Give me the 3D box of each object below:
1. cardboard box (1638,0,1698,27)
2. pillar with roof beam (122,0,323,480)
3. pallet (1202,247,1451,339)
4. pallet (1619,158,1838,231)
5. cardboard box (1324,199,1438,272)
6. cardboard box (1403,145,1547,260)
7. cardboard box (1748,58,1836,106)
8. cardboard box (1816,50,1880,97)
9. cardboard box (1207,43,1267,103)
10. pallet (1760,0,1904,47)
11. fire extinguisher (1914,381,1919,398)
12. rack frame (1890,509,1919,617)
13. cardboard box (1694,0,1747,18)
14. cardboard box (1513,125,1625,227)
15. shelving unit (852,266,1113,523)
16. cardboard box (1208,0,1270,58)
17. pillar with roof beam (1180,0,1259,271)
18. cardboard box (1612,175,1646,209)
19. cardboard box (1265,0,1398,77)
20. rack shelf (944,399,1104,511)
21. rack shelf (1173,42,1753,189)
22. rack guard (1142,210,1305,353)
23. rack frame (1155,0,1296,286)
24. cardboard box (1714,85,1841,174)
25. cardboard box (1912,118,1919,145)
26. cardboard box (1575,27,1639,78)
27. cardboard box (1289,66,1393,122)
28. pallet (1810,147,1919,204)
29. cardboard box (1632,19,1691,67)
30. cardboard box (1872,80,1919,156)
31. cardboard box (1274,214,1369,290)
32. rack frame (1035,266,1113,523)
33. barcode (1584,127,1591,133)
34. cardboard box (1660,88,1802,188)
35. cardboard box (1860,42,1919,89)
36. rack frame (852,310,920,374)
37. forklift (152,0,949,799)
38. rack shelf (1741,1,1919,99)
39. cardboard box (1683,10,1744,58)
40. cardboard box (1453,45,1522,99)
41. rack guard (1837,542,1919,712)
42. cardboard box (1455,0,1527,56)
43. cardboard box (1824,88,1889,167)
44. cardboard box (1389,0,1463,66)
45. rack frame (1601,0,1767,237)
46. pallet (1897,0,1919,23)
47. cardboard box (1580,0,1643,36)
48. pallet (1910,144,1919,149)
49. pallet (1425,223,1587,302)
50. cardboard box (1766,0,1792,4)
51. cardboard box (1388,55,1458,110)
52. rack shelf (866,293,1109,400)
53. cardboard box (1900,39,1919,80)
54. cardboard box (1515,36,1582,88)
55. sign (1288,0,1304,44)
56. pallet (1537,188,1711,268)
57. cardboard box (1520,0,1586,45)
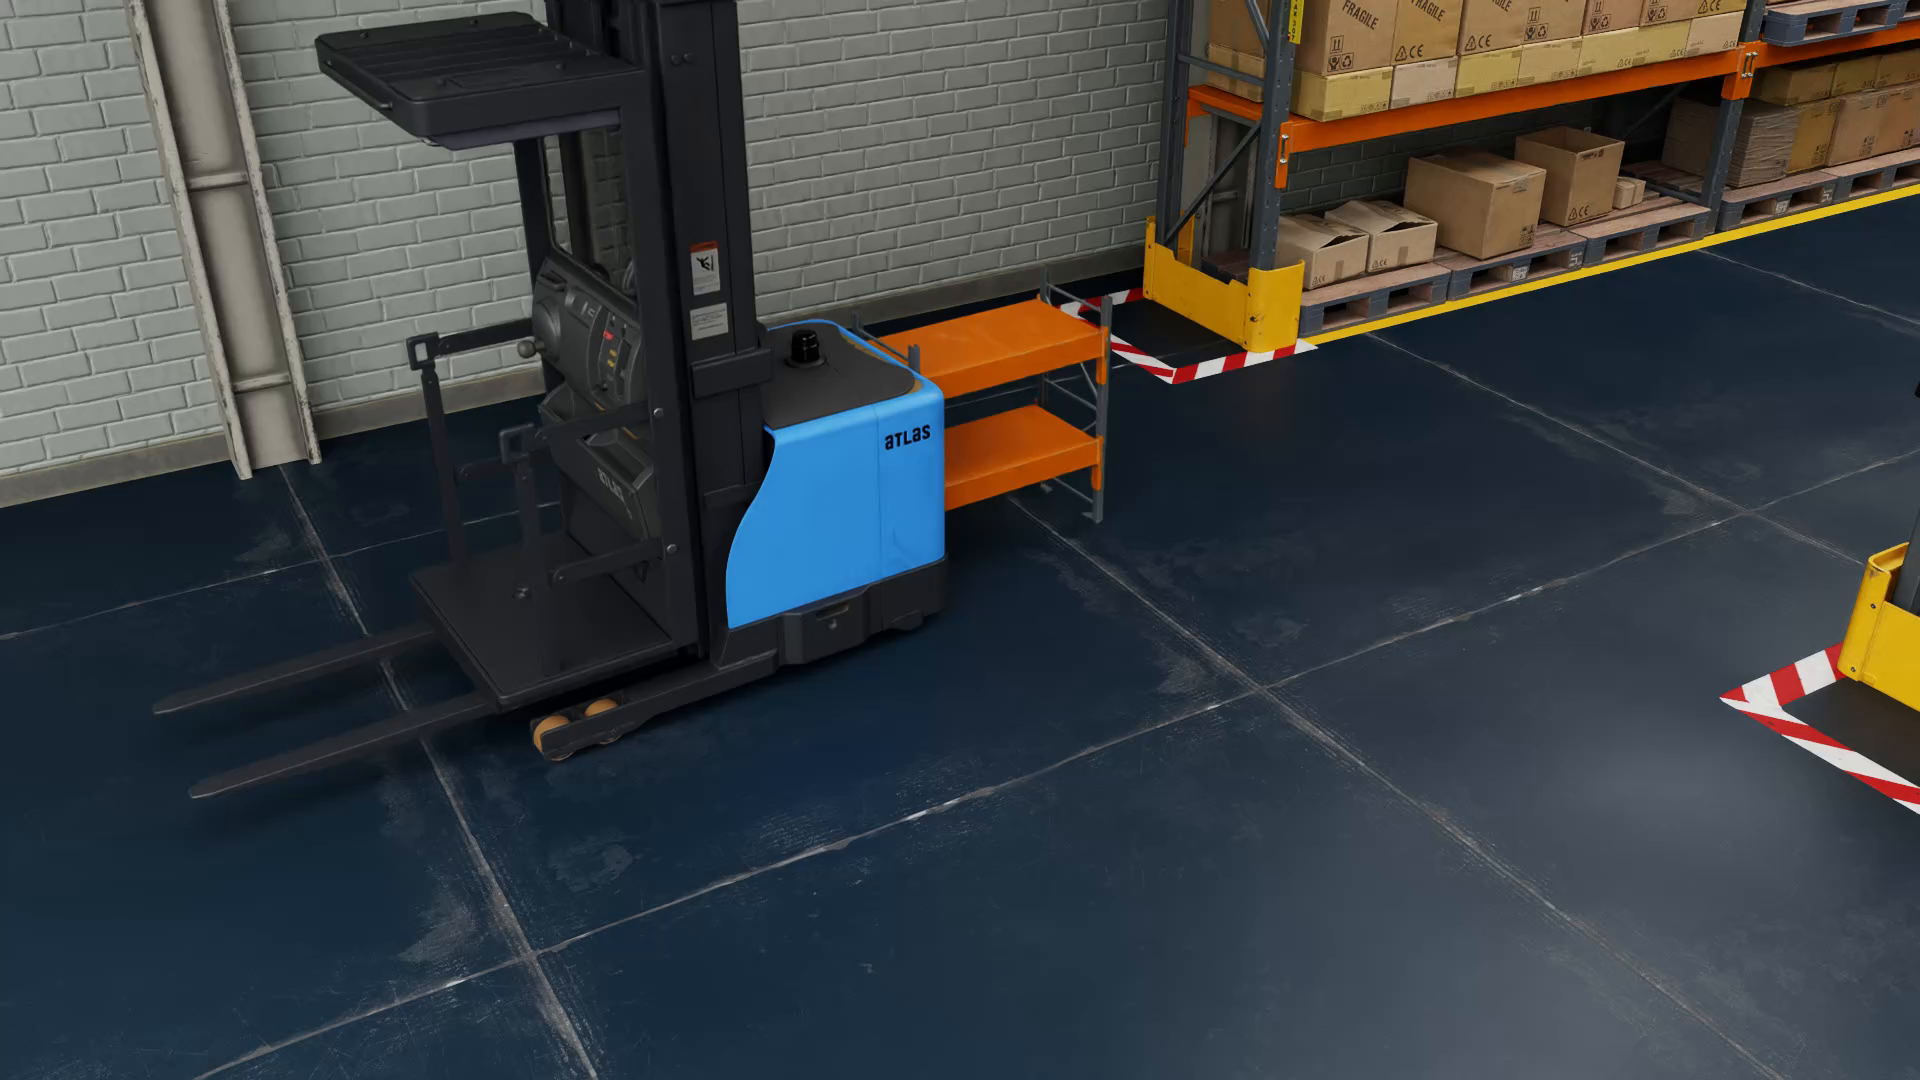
[{"bbox_3d":[4.285,-3.544,10.425,0.500,0.500,0.500,-16,33,-27],"label":"cardboard box"},{"bbox_3d":[-1.313,-2.558,3.072,0.400,9.000,9.100,-16,33,-26],"label":"pillar with roof beam"},{"bbox_3d":[2.298,-1.644,10.511,1.213,0.211,1.003,-16,33,-26],"label":"pallet"},{"bbox_3d":[5.633,-2.612,12.264,1.213,0.211,1.003,-16,33,-26],"label":"pallet"},{"bbox_3d":[2.648,-1.949,10.505,0.500,0.311,0.500,-13,31,-22],"label":"cardboard box"},{"bbox_3d":[3.306,-2.191,10.747,0.500,0.500,0.700,-18,34,-29],"label":"cardboard box"},{"bbox_3d":[5.967,-3.364,12.097,0.500,0.250,0.500,-17,33,-27],"label":"cardboard box"},{"bbox_3d":[6.414,-3.493,12.331,0.500,0.250,0.500,-17,33,-28],"label":"cardboard box"},{"bbox_3d":[1.819,-2.800,9.855,0.500,0.250,0.500,-15,32,-26],"label":"cardboard box"},{"bbox_3d":[5.696,-3.684,11.519,1.213,0.211,1.003,-16,33,-26],"label":"pallet"},{"bbox_3d":[3.690,-0.730,6.049,0.183,0.674,0.296,-16,33,-26],"label":"fire extinguisher"},{"bbox_3d":[4.027,-0.599,5.732,0.127,3.000,1.000,-16,33,-26],"label":"rack frame"},{"bbox_3d":[4.712,-3.668,10.651,0.500,0.500,0.500,-16,33,-26],"label":"cardboard box"},{"bbox_3d":[4.088,-2.469,11.251,0.500,0.500,0.500,-19,34,-30],"label":"cardboard box"},{"bbox_3d":[0.104,-0.540,7.564,1.048,1.125,0.538,-18,34,-29],"label":"shelving unit"},{"bbox_3d":[1.813,-3.138,9.689,0.500,0.500,0.500,-16,33,-27],"label":"cardboard box"},{"bbox_3d":[3.860,-4.027,5.734,0.400,9.000,9.100,-16,33,-26],"label":"pillar with roof beam"},{"bbox_3d":[4.517,-2.450,11.562,0.250,0.166,0.380,-21,35,-33],"label":"cardboard box"},{"bbox_3d":[2.078,-2.925,9.305,0.500,0.500,0.500,-16,33,-26],"label":"cardboard box"},{"bbox_3d":[0.104,-0.326,7.682,1.000,0.278,0.538,-18,34,-29],"label":"rack shelf"},{"bbox_3d":[3.239,-2.837,10.530,4.000,0.370,1.077,-16,33,-26],"label":"rack shelf"},{"bbox_3d":[1.580,-1.586,10.107,0.348,0.500,1.175,-16,33,-26],"label":"rack guard"},{"bbox_3d":[1.514,-2.662,9.469,0.127,3.000,1.000,-16,33,-26],"label":"rack frame"},{"bbox_3d":[6.009,-3.074,12.347,0.500,0.500,0.700,-17,33,-27],"label":"cardboard box"},{"bbox_3d":[7.314,-3.443,13.016,0.500,0.500,0.700,-16,33,-26],"label":"cardboard box"},{"bbox_3d":[3.848,-3.094,10.387,0.500,0.250,0.500,-16,33,-27],"label":"cardboard box"},{"bbox_3d":[2.096,-2.592,9.478,0.500,0.250,0.500,-17,33,-28],"label":"cardboard box"},{"bbox_3d":[6.686,-2.912,12.809,1.213,0.211,1.003,-16,33,-26],"label":"pallet"},{"bbox_3d":[4.274,-3.224,10.621,0.500,0.250,0.500,-16,33,-26],"label":"cardboard box"},{"bbox_3d":[6.900,-3.310,12.774,0.500,0.500,0.700,-16,33,-27],"label":"cardboard box"},{"bbox_3d":[2.156,-1.809,10.252,0.500,0.311,0.500,-20,35,-32],"label":"cardboard box"},{"bbox_3d":[0.525,-0.677,7.813,0.032,1.125,0.500,-18,34,-29],"label":"rack frame"},{"bbox_3d":[4.376,-2.847,11.606,0.075,0.075,0.001,-16,33,-26],"label":"barcode"},{"bbox_3d":[5.589,-2.927,12.080,0.500,0.500,0.700,-15,32,-25],"label":"cardboard box"},{"bbox_3d":[6.853,-3.608,12.538,0.500,0.250,0.500,-16,33,-27],"label":"cardboard box"},{"bbox_3d":[-0.318,-0.402,7.315,0.032,1.125,0.500,-18,34,-29],"label":"rack frame"},{"bbox_3d":[-1.557,-0.745,6.067,3.031,2.935,1.130,-18,34,-29],"label":"forklift"},{"bbox_3d":[6.687,-3.816,12.305,4.000,0.370,1.077,-16,33,-26],"label":"rack shelf"},{"bbox_3d":[4.708,-3.342,10.836,0.500,0.250,0.500,-16,33,-26],"label":"cardboard box"},{"bbox_3d":[2.978,-2.848,9.940,0.500,0.250,0.500,-16,33,-27],"label":"cardboard box"},{"bbox_3d":[4.006,0.501,6.325,0.348,0.500,1.175,-16,33,-26],"label":"rack guard"},{"bbox_3d":[2.958,-3.166,9.741,0.500,0.500,0.500,-17,33,-28],"label":"cardboard box"},{"bbox_3d":[6.470,-3.182,12.543,0.500,0.500,0.700,-15,32,-26],"label":"cardboard box"},{"bbox_3d":[2.509,-3.042,9.516,0.500,0.500,0.500,-16,33,-26],"label":"cardboard box"},{"bbox_3d":[4.963,-3.641,11.244,0.127,3.000,1.000,-16,33,-26],"label":"rack frame"},{"bbox_3d":[6.726,-4.035,12.155,1.213,0.211,1.003,-16,33,-26],"label":"pallet"},{"bbox_3d":[3.845,-3.425,10.210,0.500,0.500,0.500,-17,33,-28],"label":"cardboard box"},{"bbox_3d":[7.737,-3.209,13.346,1.213,0.211,1.003,-16,33,-26],"label":"pallet"},{"bbox_3d":[3.349,-1.941,11.048,1.213,0.211,1.003,-16,33,-26],"label":"pallet"},{"bbox_3d":[5.419,-3.988,11.313,0.500,0.500,0.700,-16,33,-26],"label":"cardboard box"},{"bbox_3d":[2.536,-2.725,9.719,0.500,0.250,0.500,-17,33,-28],"label":"cardboard box"},{"bbox_3d":[0.104,-0.796,7.423,1.000,0.278,0.538,-18,34,-29],"label":"rack shelf"},{"bbox_3d":[7.294,-3.736,12.770,0.500,0.250,0.500,-15,32,-25],"label":"cardboard box"},{"bbox_3d":[3.415,-2.971,10.163,0.500,0.250,0.500,-16,32,-26],"label":"cardboard box"},{"bbox_3d":[1.789,-2.815,8.851,0.005,0.325,0.100,-16,33,-26],"label":"sign"},{"bbox_3d":[4.402,-2.241,11.593,1.213,0.211,1.003,-16,33,-26],"label":"pallet"},{"bbox_3d":[3.397,-3.297,9.979,0.500,0.500,0.500,-15,32,-25],"label":"cardboard box"}]
